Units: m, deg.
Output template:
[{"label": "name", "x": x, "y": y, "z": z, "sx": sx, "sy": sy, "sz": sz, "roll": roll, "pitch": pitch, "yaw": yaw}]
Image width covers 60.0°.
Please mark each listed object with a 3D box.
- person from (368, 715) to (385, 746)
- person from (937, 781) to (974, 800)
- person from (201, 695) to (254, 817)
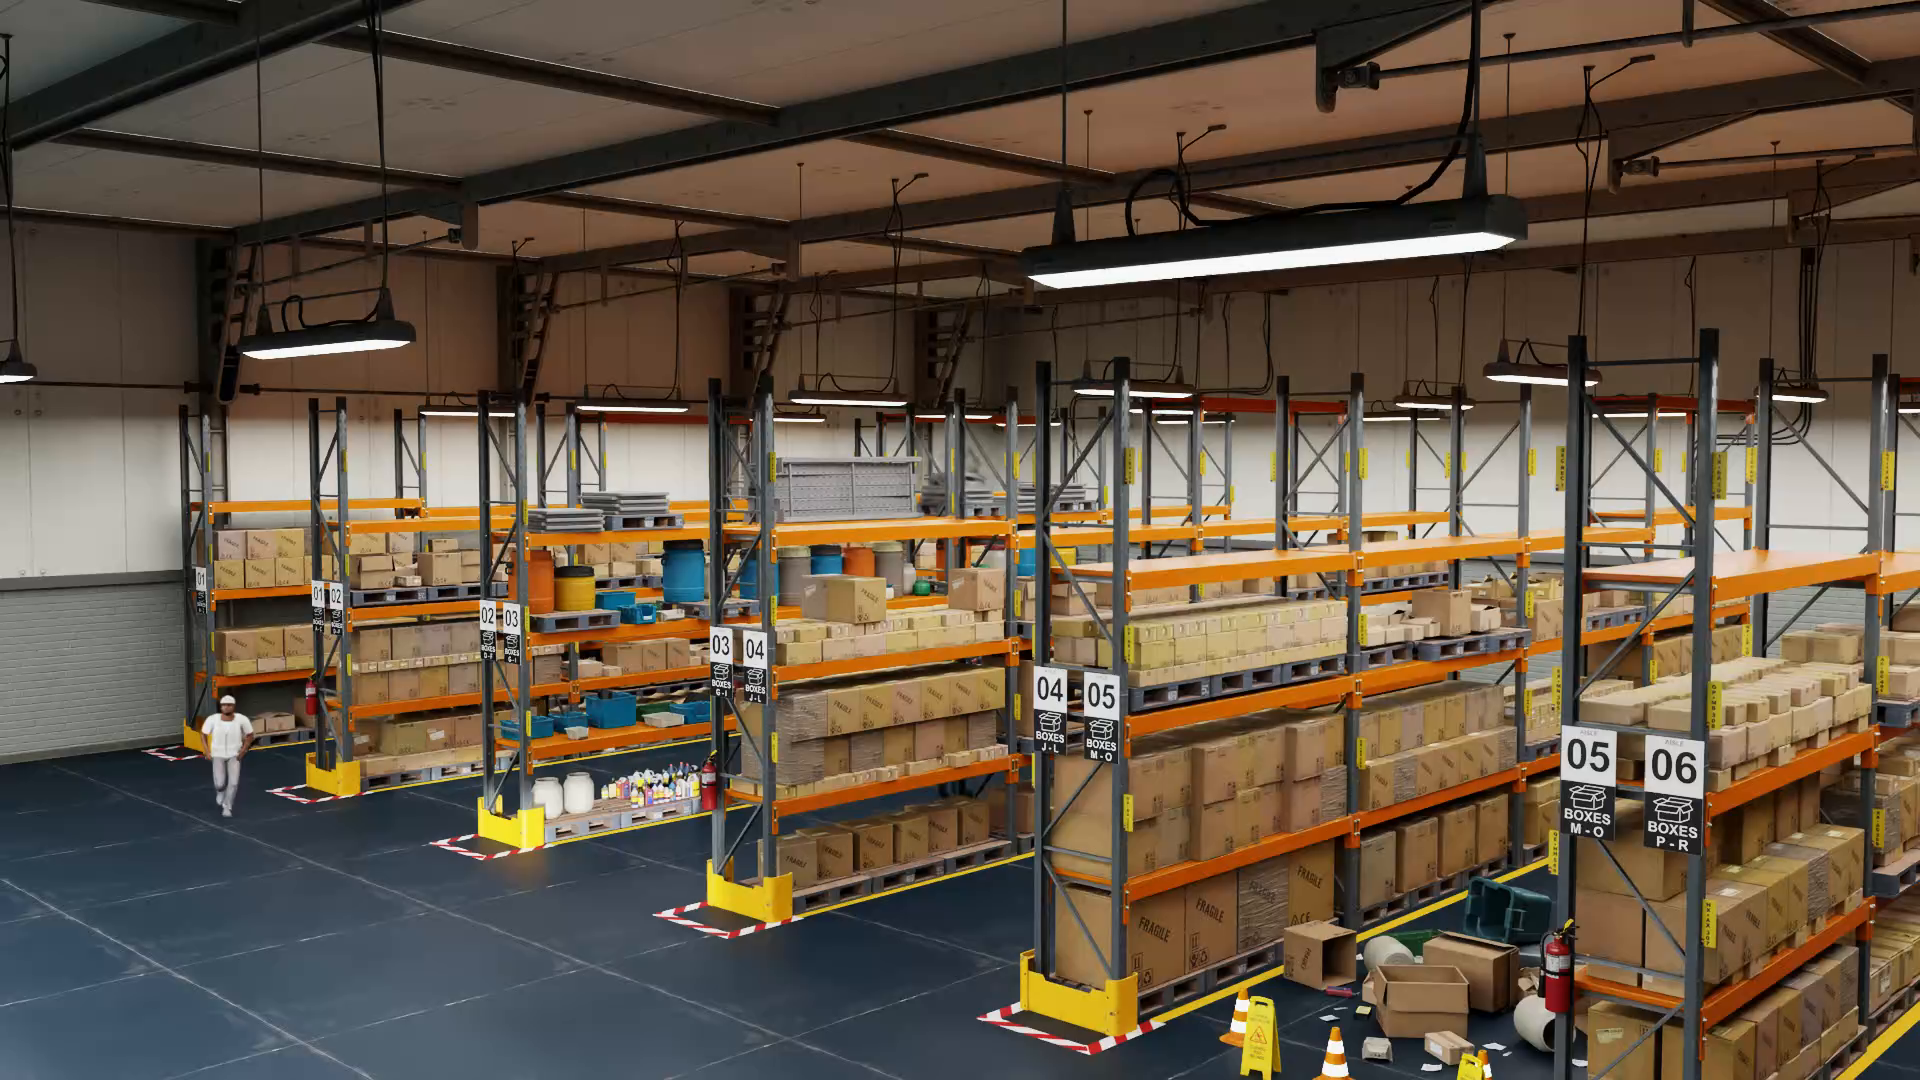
[{"label": "person", "x": -9.717, "y": 2.863, "z": 27.676, "sx": 0.533, "sy": 1.756, "sz": 0.714, "roll": 2, "pitch": 4, "yaw": 33}, {"label": "person", "x": -0.093, "y": 3.150, "z": 23.358, "sx": 0.546, "sy": 1.561, "sz": 0.743, "roll": 3, "pitch": 4, "yaw": 41}, {"label": "person", "x": -10.456, "y": 3.065, "z": 23.747, "sx": 0.694, "sy": 1.729, "sz": 0.575, "roll": -2, "pitch": 3, "yaw": -27}]
